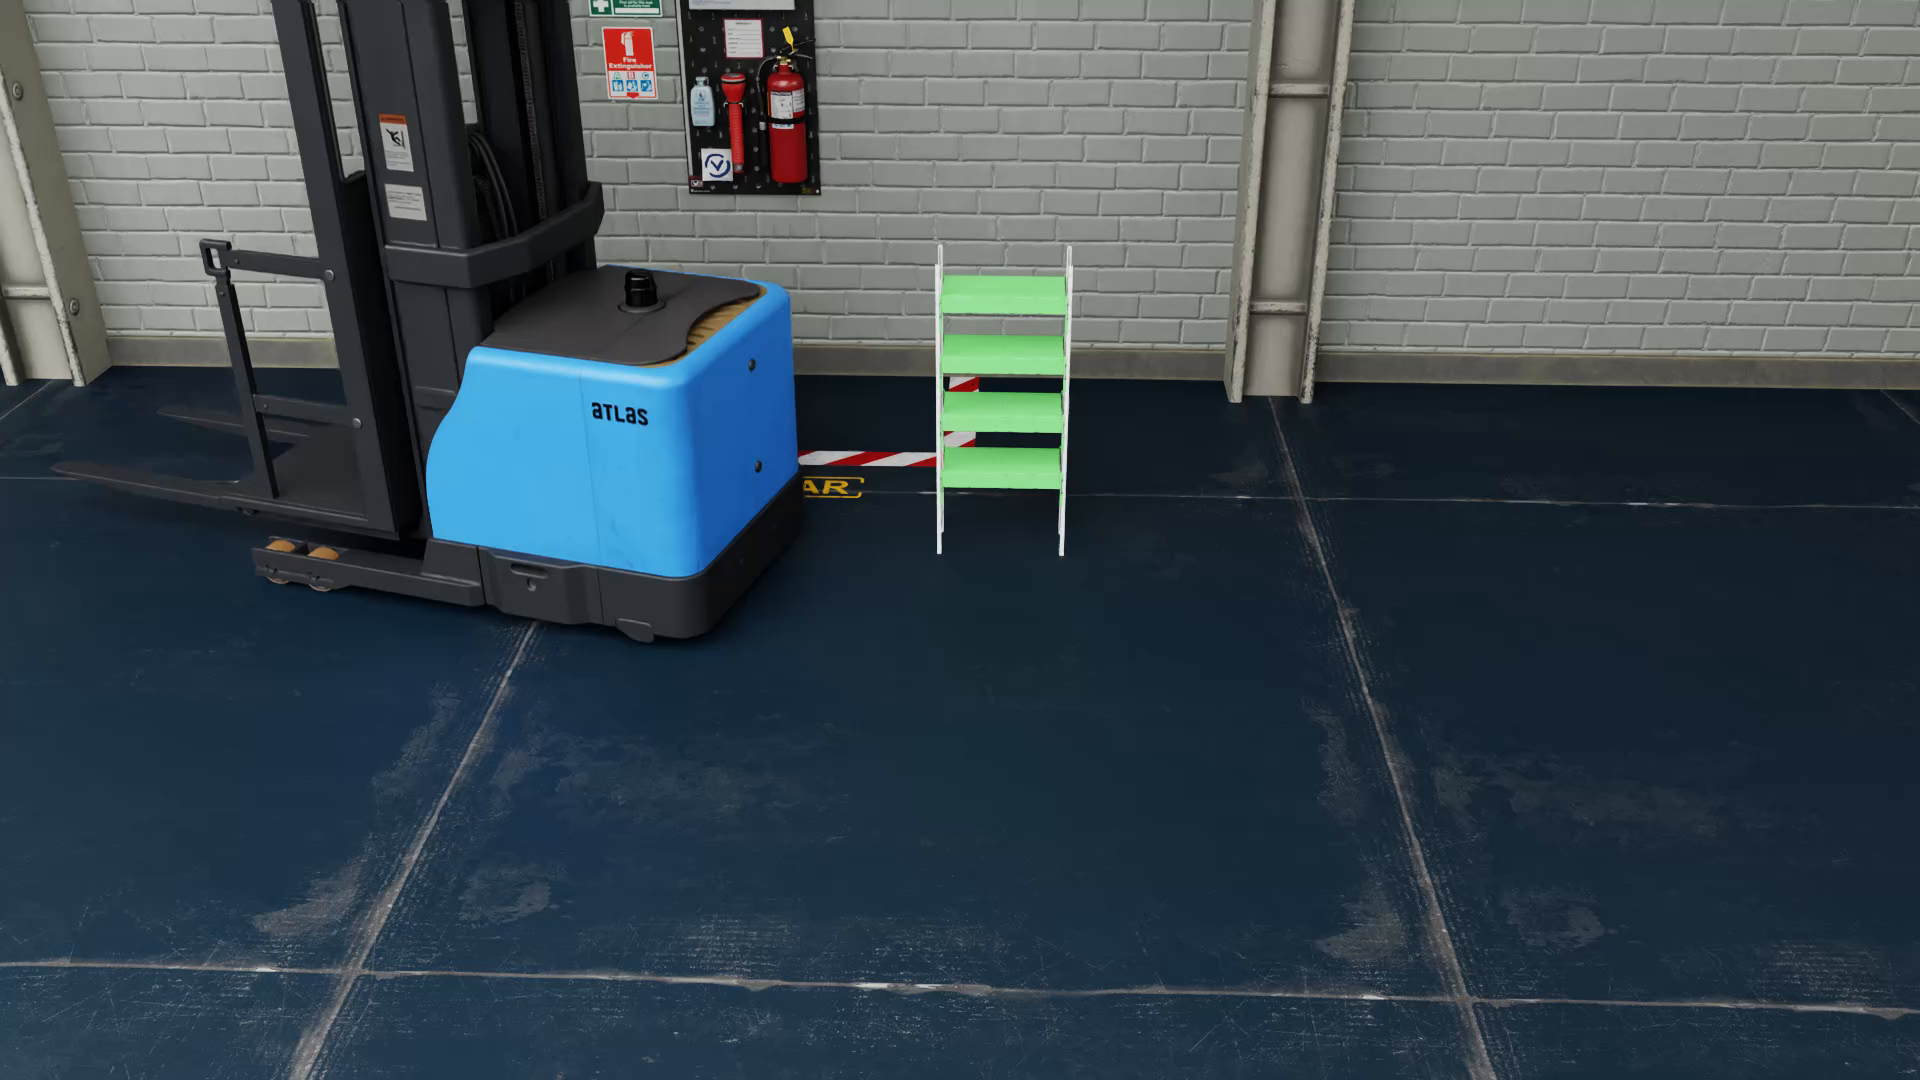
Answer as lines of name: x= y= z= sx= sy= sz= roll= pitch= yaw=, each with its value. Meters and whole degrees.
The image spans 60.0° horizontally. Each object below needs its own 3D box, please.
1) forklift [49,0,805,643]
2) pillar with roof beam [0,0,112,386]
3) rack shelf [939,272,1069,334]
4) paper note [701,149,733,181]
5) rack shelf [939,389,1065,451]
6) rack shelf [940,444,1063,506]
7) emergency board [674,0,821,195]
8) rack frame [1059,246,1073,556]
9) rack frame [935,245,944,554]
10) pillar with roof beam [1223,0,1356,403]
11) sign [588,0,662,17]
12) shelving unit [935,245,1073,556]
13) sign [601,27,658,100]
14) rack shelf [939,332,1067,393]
forklift: x=-2.202 y=-1.321 z=6.113 sx=3.031 sy=2.935 sz=1.130 roll=9 pitch=29 yaw=16
pillar with roof beam: x=-4.647 y=-2.792 z=2.409 sx=0.400 sy=9.000 sz=9.100 roll=1 pitch=28 yaw=2
rack shelf: x=0.165 y=-0.895 z=6.269 sx=0.480 sy=0.148 sz=0.258 roll=1 pitch=28 yaw=2
paper note: x=-1.142 y=-1.762 z=7.812 sx=0.142 sy=0.148 sz=0.016 roll=1 pitch=28 yaw=2
rack shelf: x=0.165 y=-0.471 z=6.494 sx=0.480 sy=0.148 sz=0.258 roll=1 pitch=28 yaw=2
rack shelf: x=0.165 y=-0.259 z=6.606 sx=0.480 sy=0.148 sz=0.258 roll=1 pitch=28 yaw=2
emergency board: x=-0.967 y=-2.116 z=7.539 sx=0.643 sy=1.169 sz=0.194 roll=1 pitch=28 yaw=2
rack frame: x=0.409 y=-0.523 z=6.456 sx=0.015 sy=1.200 sz=0.240 roll=1 pitch=28 yaw=2
rack frame: x=-0.078 y=-0.531 z=6.471 sx=0.015 sy=1.200 sz=0.240 roll=1 pitch=28 yaw=2
pillar with roof beam: x=1.349 y=-2.693 z=2.222 sx=0.400 sy=9.000 sz=9.100 roll=1 pitch=28 yaw=2
sign: x=-1.512 y=-2.419 z=7.507 sx=0.331 sy=0.109 sz=0.001 roll=1 pitch=28 yaw=2
shelving unit: x=0.165 y=-0.527 z=6.464 sx=0.503 sy=1.200 sz=0.258 roll=1 pitch=28 yaw=2
sign: x=-1.516 y=-2.189 z=7.639 sx=0.234 sy=0.329 sz=0.001 roll=1 pitch=28 yaw=2
rack shelf: x=0.165 y=-0.683 z=6.381 sx=0.480 sy=0.148 sz=0.258 roll=1 pitch=28 yaw=2
